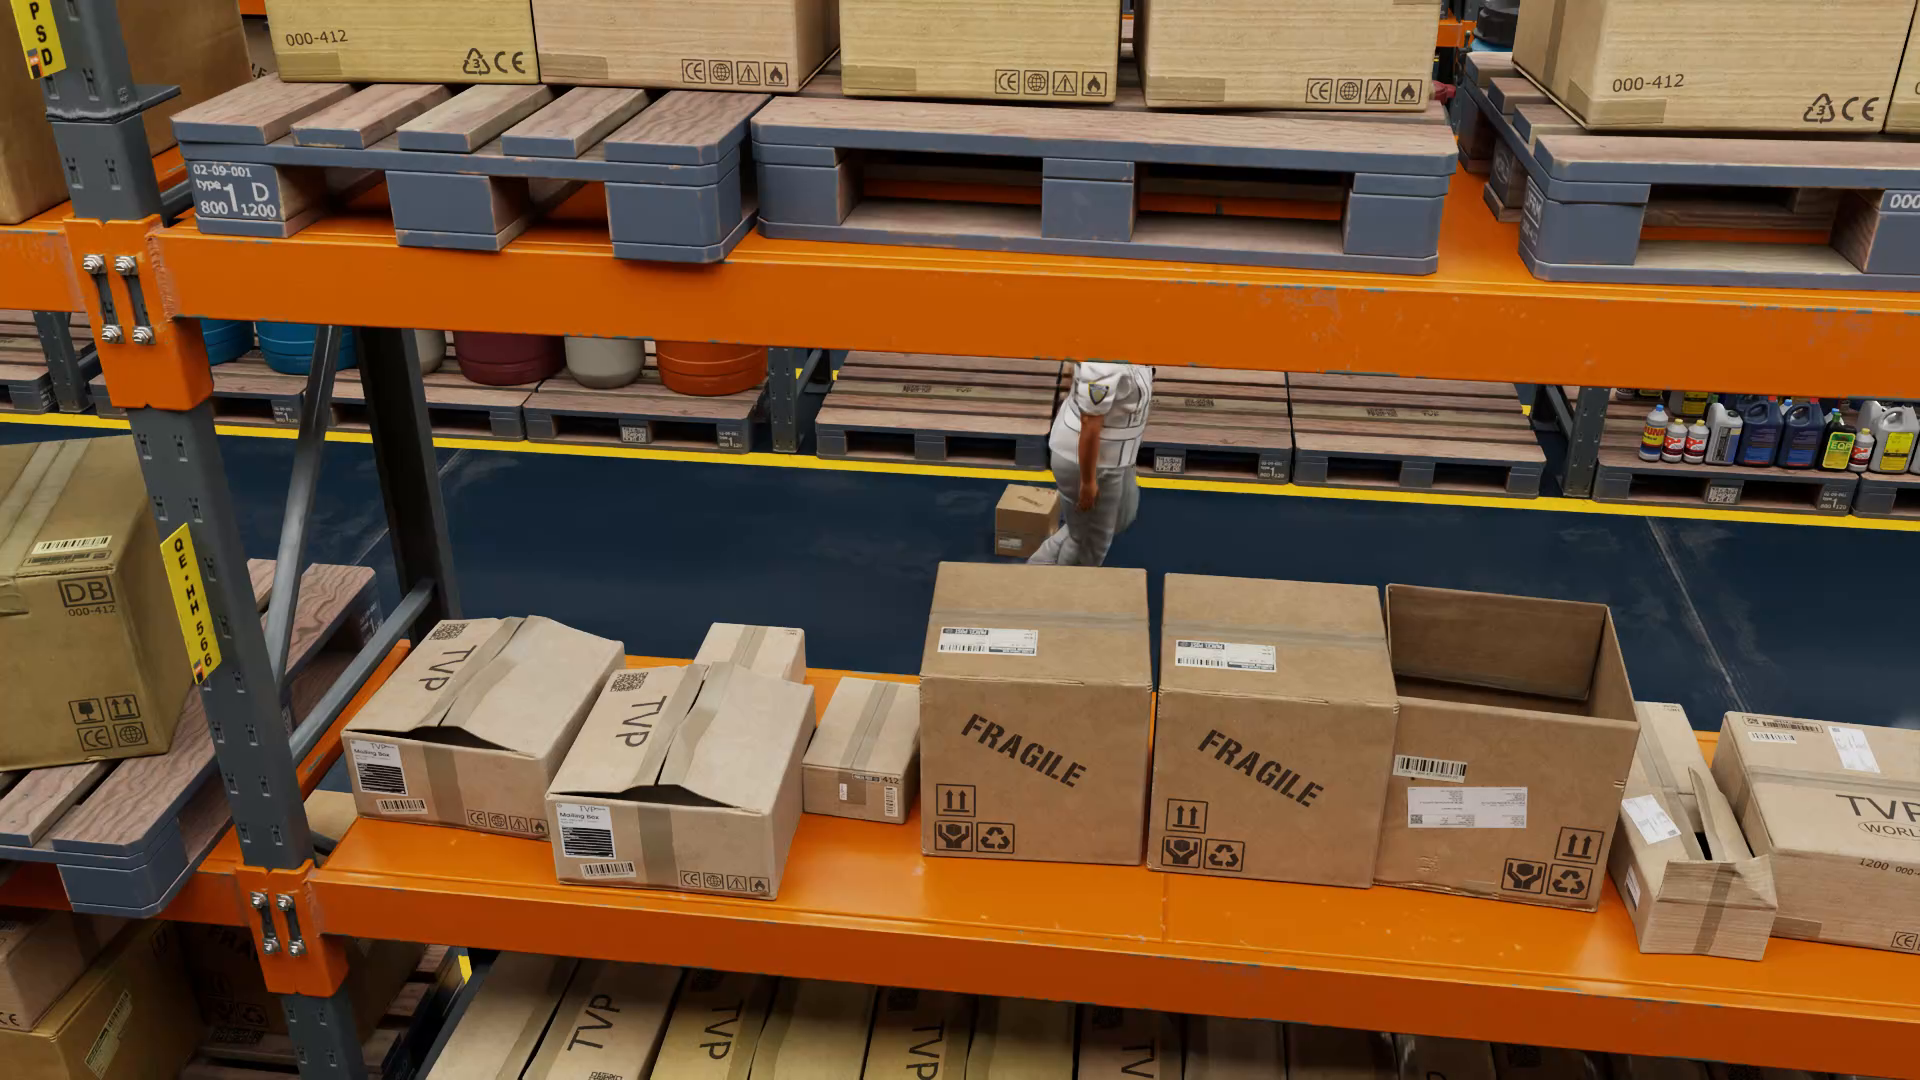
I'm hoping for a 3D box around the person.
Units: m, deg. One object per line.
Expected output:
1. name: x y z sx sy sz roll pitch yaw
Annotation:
1. person: 0.532 -0.355 6.770 0.556 1.658 0.554 5 29 8
